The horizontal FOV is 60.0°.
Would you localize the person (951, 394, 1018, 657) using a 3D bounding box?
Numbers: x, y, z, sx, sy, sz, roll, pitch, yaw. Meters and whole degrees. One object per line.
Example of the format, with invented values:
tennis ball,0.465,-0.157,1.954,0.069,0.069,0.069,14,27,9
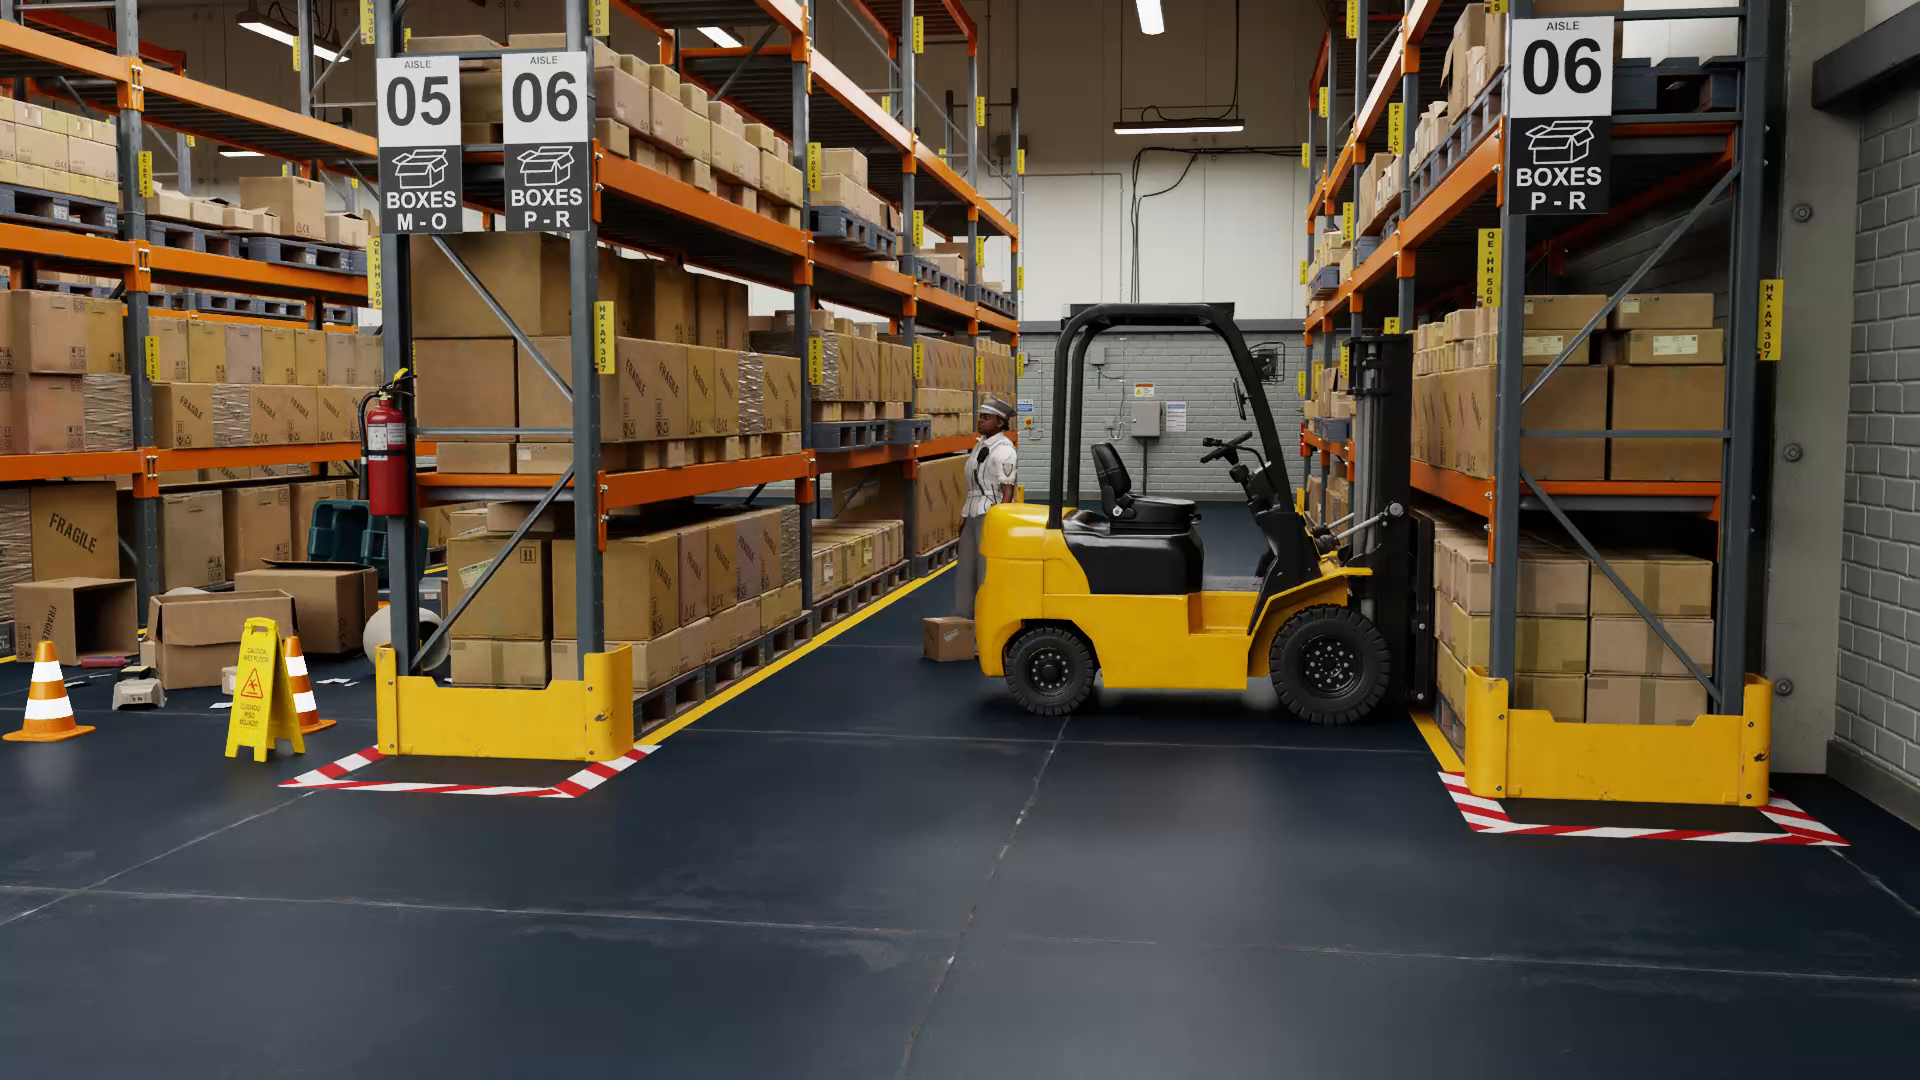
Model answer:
person,0.100,-0.098,10.798,0.530,1.695,0.569,-2,5,-24
